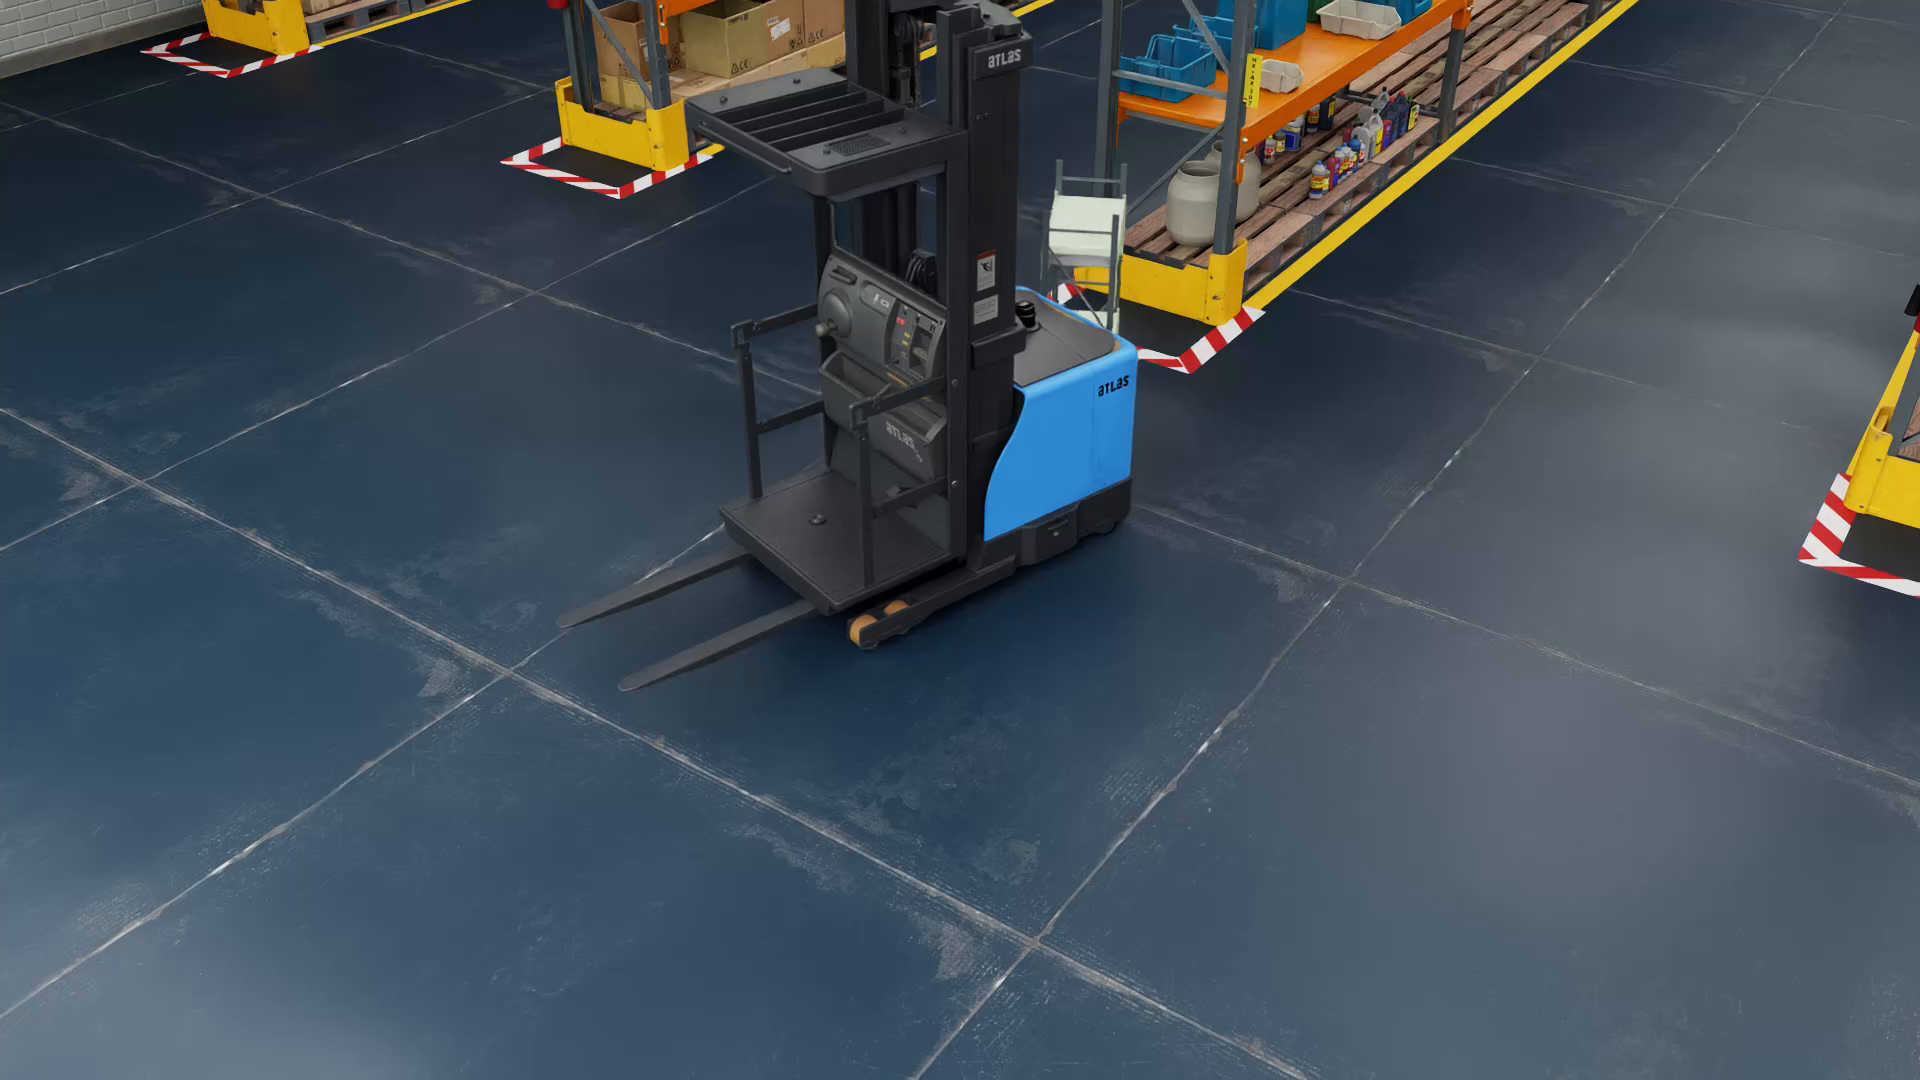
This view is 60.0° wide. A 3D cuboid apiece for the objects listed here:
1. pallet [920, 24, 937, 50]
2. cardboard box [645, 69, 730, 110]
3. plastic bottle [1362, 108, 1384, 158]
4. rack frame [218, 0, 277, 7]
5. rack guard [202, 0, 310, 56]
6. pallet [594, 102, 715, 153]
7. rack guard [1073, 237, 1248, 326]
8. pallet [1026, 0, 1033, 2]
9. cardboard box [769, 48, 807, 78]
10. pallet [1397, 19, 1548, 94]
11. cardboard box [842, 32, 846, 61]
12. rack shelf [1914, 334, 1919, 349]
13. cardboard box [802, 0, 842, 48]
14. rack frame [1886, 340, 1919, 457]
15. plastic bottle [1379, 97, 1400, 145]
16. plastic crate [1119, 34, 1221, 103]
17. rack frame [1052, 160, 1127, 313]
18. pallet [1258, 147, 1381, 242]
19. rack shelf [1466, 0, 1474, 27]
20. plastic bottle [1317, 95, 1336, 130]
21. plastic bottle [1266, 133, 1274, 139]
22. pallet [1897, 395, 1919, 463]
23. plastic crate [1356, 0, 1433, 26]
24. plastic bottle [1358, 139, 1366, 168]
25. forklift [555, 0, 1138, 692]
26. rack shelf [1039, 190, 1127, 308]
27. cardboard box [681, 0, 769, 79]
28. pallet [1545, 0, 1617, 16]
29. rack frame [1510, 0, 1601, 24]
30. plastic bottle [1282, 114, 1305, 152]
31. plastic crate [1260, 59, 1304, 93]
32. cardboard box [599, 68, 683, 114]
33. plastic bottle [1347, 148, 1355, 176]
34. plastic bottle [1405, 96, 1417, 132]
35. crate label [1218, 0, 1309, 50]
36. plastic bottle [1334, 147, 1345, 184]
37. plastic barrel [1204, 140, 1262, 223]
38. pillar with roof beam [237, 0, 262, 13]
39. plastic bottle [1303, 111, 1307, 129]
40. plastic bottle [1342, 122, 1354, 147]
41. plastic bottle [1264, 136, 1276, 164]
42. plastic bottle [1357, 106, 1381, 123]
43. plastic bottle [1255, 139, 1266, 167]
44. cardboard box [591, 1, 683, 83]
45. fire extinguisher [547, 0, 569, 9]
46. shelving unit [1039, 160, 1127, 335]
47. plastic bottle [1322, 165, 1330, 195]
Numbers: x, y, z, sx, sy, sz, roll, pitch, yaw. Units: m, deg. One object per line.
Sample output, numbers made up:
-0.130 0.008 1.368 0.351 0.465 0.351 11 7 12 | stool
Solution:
-0.939 -4.781 15.806 1.003 0.211 1.213 21 39 28 | pallet
-2.243 -3.658 13.737 0.500 0.250 0.500 21 39 28 | cardboard box
3.192 -3.164 12.899 0.144 0.351 0.185 21 39 28 | plastic bottle
-6.803 -6.028 15.162 1.000 3.000 0.127 21 39 28 | rack frame
-6.760 -5.028 15.914 1.175 0.500 0.348 21 39 28 | rack guard
-2.330 -3.658 14.146 1.003 0.211 1.213 21 39 28 | pallet
1.340 -1.878 11.257 1.175 0.500 0.348 21 39 28 | rack guard
0.632 -6.049 17.681 1.003 0.211 1.213 21 39 28 | pallet
-1.675 -4.119 14.419 0.500 0.250 0.500 21 39 28 | cardboard box
4.727 -4.487 15.372 1.003 0.211 1.213 21 39 28 | pallet
-1.102 -4.578 15.098 0.500 0.250 0.500 21 39 28 | cardboard box
6.545 -1.904 9.706 1.077 0.370 4.000 21 39 28 | rack shelf
-1.385 -4.658 14.547 0.500 0.500 0.500 21 39 28 | cardboard box
5.405 -1.282 8.143 1.000 3.000 0.127 21 39 28 | rack frame
3.377 -3.313 13.118 0.144 0.351 0.185 19 39 26 | plastic bottle
1.375 -3.128 11.006 0.499 0.251 0.616 21 39 28 | plastic crate
0.747 -1.516 9.828 0.400 1.500 0.023 5 34 7 | rack frame
2.504 -2.690 12.715 1.003 0.211 1.213 21 39 28 | pallet
4.757 -5.327 14.767 1.077 0.370 4.000 21 39 28 | rack shelf
2.934 -3.504 13.402 0.144 0.351 0.185 21 39 28 | plastic bottle
2.359 -3.182 12.926 0.144 0.351 0.185 23 40 30 | plastic bottle
5.940 -0.524 9.512 1.003 0.211 1.213 21 39 28 | pallet
3.208 -4.047 12.365 0.499 0.251 0.616 21 39 28 | plastic crate
3.052 -2.966 12.738 0.097 0.201 0.097 0 34 0 | plastic bottle
-0.543 -1.015 7.811 3.031 2.935 1.130 -24 41 -31 | forklift
0.694 -1.636 9.309 0.431 0.370 0.720 5 34 7 | rack shelf
-1.959 -4.200 13.868 0.500 0.500 0.500 21 39 28 | cardboard box
6.312 -5.766 17.264 1.003 0.211 1.213 21 39 28 | pallet
5.897 -6.545 15.927 1.000 3.000 0.127 21 39 28 | rack frame
2.601 -3.201 13.020 0.152 0.276 0.135 21 39 28 | plastic bottle
2.110 -3.064 11.013 0.298 0.136 0.250 21 39 28 | plastic crate
-2.668 -3.824 13.982 0.500 0.250 0.500 21 39 28 | cardboard box
2.934 -2.871 12.599 0.097 0.201 0.097 0 34 0 | plastic bottle
3.613 -3.435 13.359 0.061 0.283 0.133 23 41 30 | plastic bottle
2.163 -3.812 11.853 0.502 0.435 0.616 21 39 28 | crate label
2.821 -2.808 12.443 0.097 0.271 0.097 0 34 0 | plastic bottle
1.934 -2.565 11.887 0.421 0.512 0.421 0 34 0 | plastic barrel
-3.578 -7.737 12.333 9.100 9.000 0.400 21 39 28 | pillar with roof beam
2.708 -3.464 13.342 0.144 0.351 0.185 20 39 26 | plastic bottle
3.009 -3.096 12.859 0.061 0.283 0.133 21 39 28 | plastic bottle
2.381 -3.012 12.807 0.097 0.201 0.097 0 34 0 | plastic bottle
3.241 -3.317 13.192 0.152 0.276 0.135 21 39 28 | plastic bottle
2.277 -2.979 12.686 0.061 0.283 0.133 21 39 28 | plastic bottle
-2.670 -4.135 13.773 0.500 0.500 0.500 21 39 28 | cardboard box
-3.180 -4.509 12.985 0.296 0.674 0.183 21 39 28 | fire extinguisher
0.694 -1.313 9.528 0.431 1.500 0.755 5 34 7 | shelving unit
2.685 -2.669 12.300 0.097 0.201 0.097 0 34 0 | plastic bottle
